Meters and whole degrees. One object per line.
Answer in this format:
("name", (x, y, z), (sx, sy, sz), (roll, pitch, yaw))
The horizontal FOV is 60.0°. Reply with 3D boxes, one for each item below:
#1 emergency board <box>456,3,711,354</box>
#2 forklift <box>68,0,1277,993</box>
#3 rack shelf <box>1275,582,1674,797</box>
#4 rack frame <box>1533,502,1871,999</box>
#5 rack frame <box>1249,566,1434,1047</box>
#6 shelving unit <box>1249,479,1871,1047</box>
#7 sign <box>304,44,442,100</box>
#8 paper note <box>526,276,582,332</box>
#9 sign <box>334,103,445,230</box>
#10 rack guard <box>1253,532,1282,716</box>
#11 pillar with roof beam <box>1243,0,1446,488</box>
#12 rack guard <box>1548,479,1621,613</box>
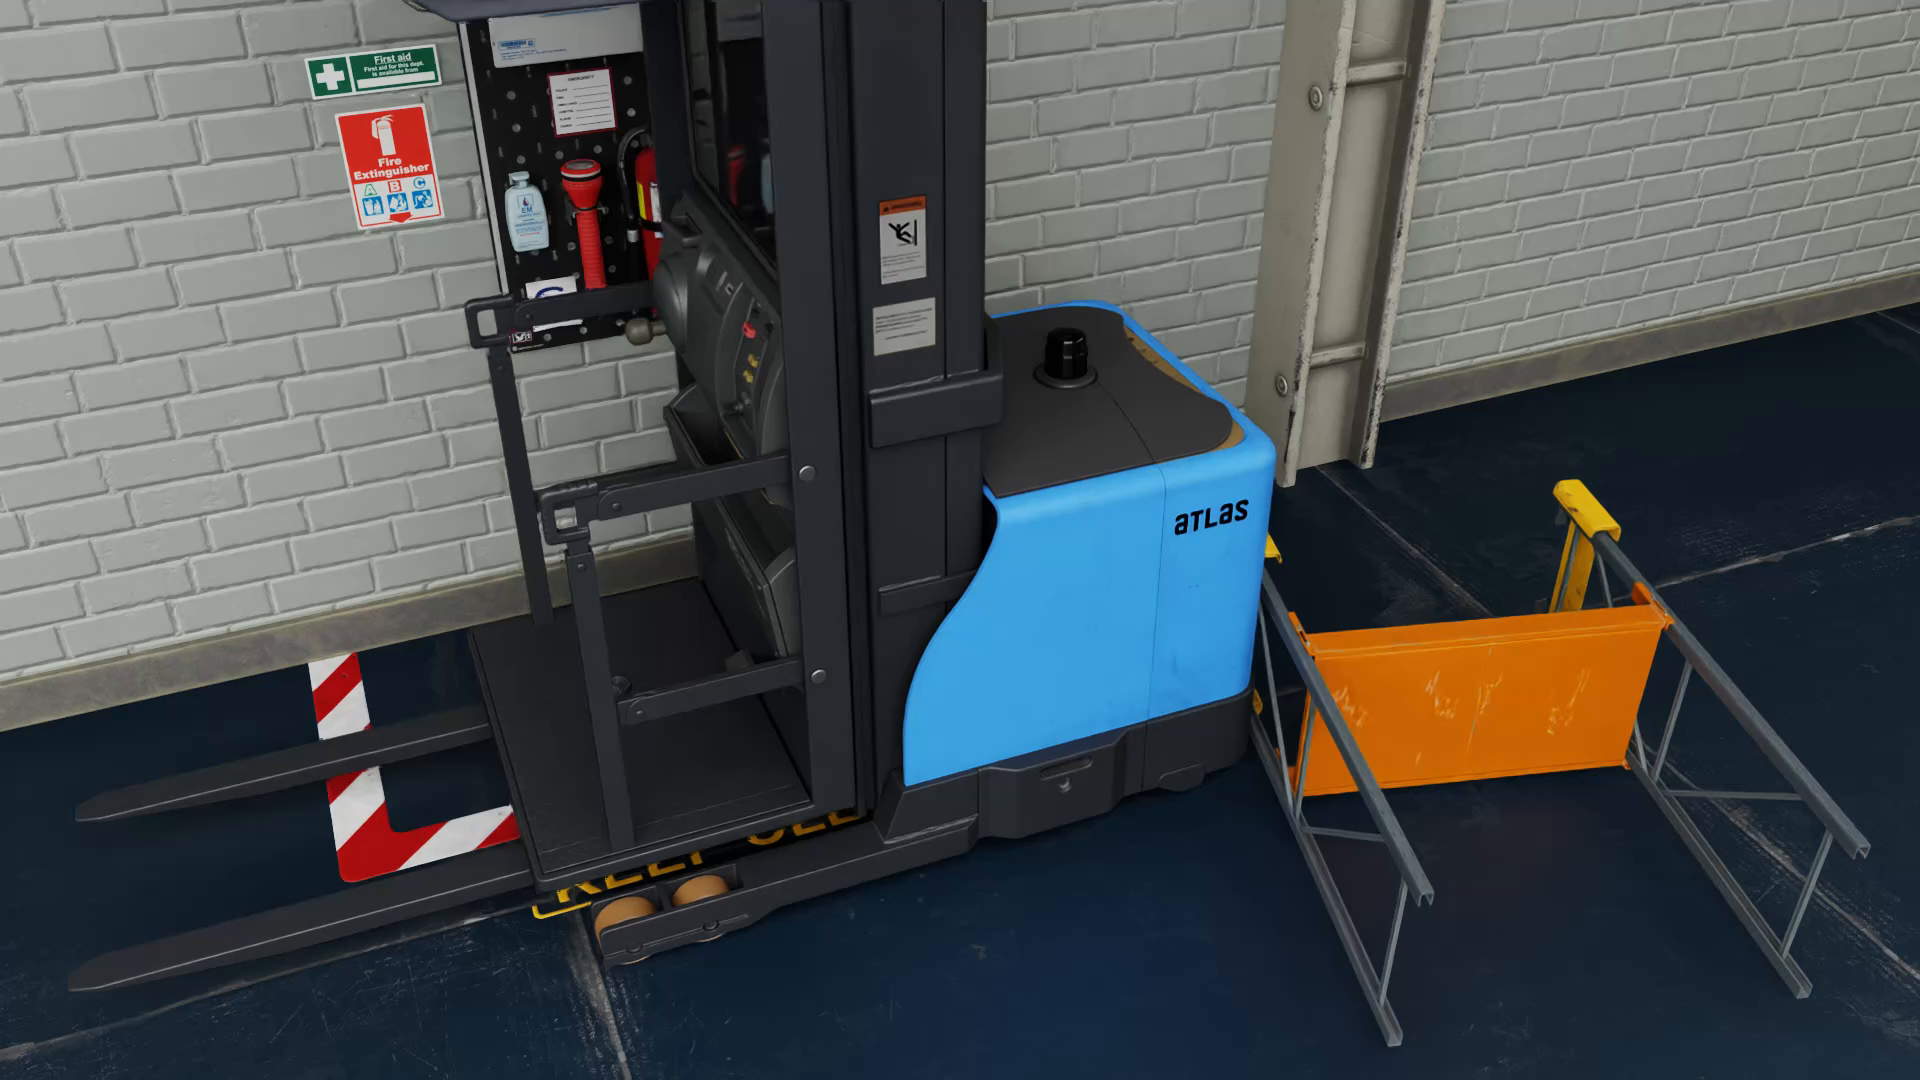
("emergency board", (-0.999, -1.064, 4.634), (0.643, 1.169, 0.194), (-13, 35, -19))
("forklift", (-0.752, -0.504, 3.837), (3.031, 2.935, 1.130), (-13, 35, -19))
("rack shelf", (1.378, 0.418, 4.544), (1.000, 0.538, 0.185), (-4, 34, -7))
("rack frame", (1.907, 0.477, 4.456), (0.032, 0.500, 1.500), (-4, 34, -7))
("rack frame", (0.901, 0.555, 4.336), (0.032, 0.500, 1.500), (-4, 34, -7))
("shelving unit", (1.413, 0.516, 4.397), (1.083, 0.587, 1.500), (-4, 34, -7))
("sign", (-1.541, -1.232, 4.375), (0.331, 0.109, 0.001), (-13, 35, -19))
("paper note", (-1.189, -0.692, 4.870), (0.142, 0.148, 0.016), (-13, 35, -19))
("sign", (-1.548, -1.014, 4.525), (0.234, 0.329, 0.001), (-13, 35, -19))
("rack guard", (0.832, 0.212, 4.854), (0.087, 0.587, 0.250), (-4, 34, -7))
("pillar with roof beam", (2.961, -1.916, 0.443), (0.400, 9.000, 9.100), (-13, 35, -19))
("rack guard", (1.818, 0.135, 4.971), (0.087, 0.587, 0.250), (-4, 34, -7))
